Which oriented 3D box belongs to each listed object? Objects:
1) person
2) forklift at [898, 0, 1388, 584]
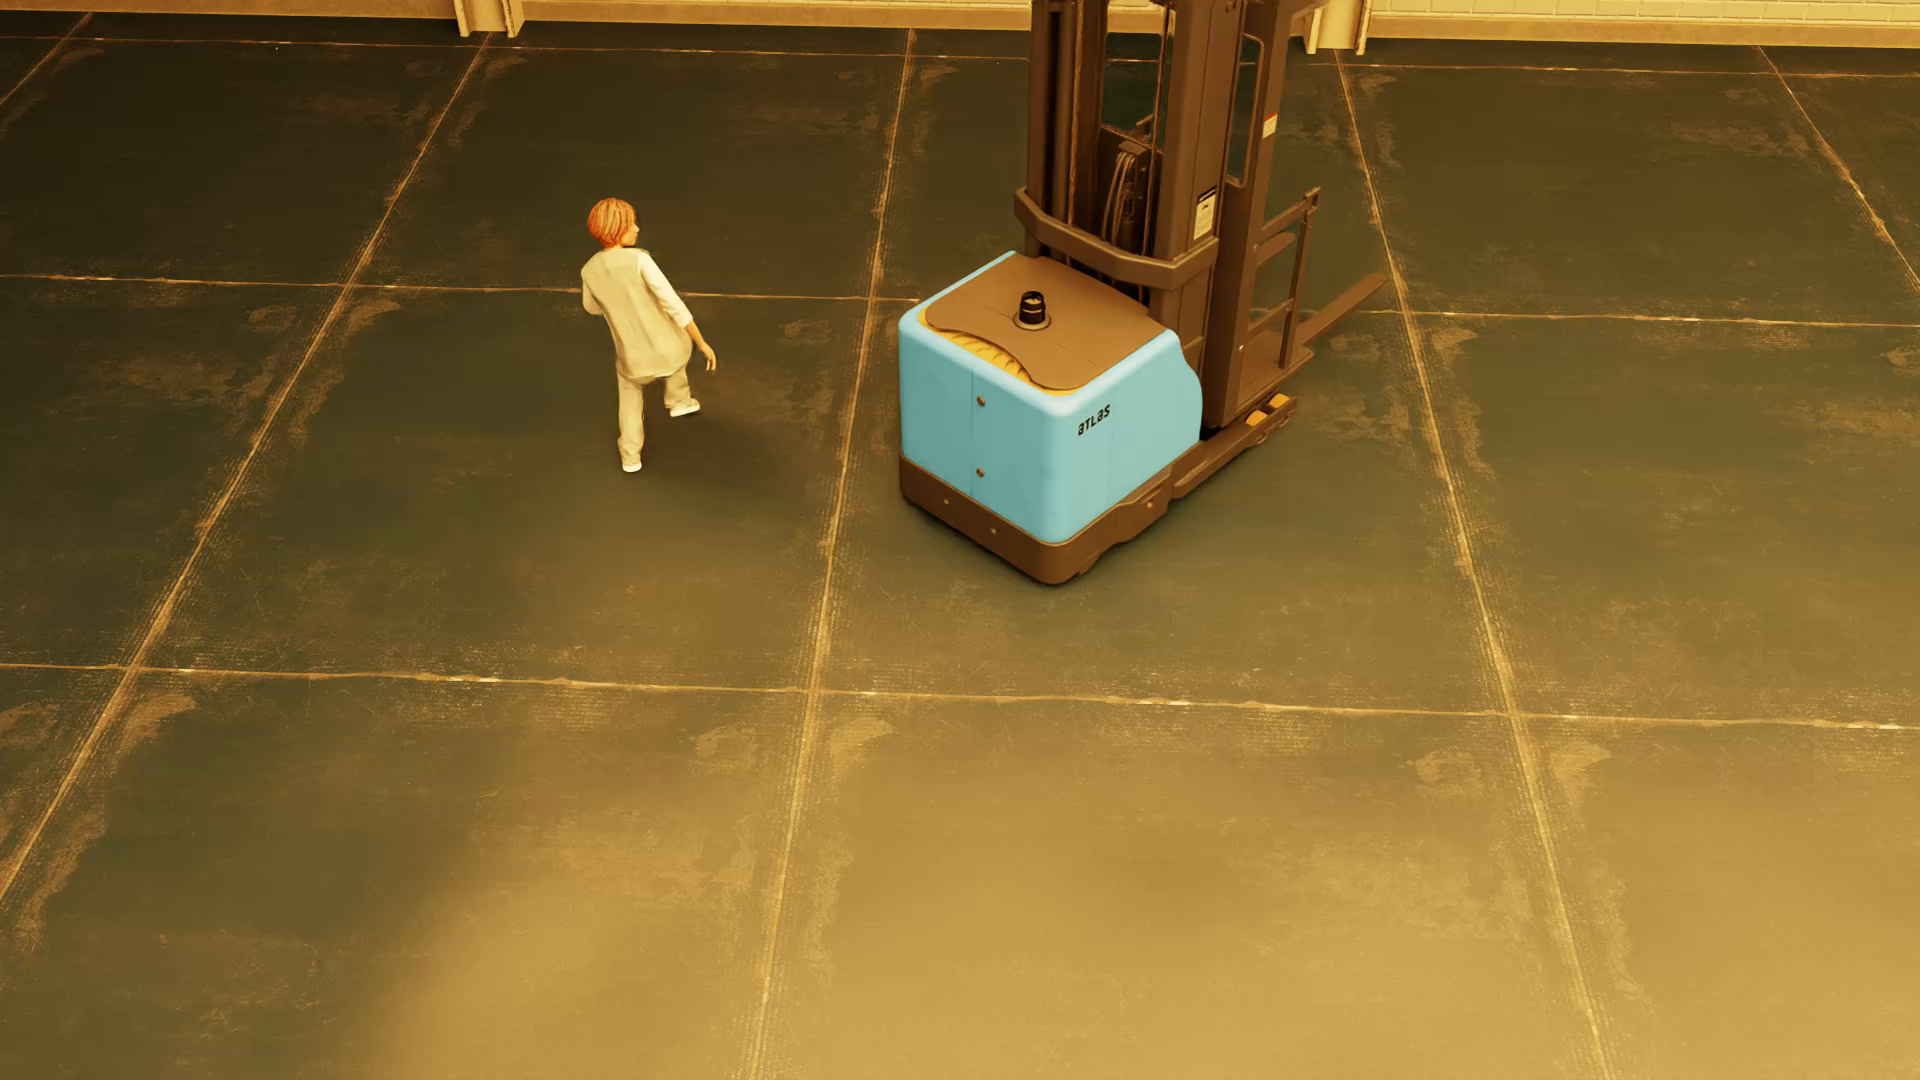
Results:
[{"bbox_3d":[-1.478,-1.011,8.013,0.642,1.399,0.654,-1,42,-2],"label":"person"},{"bbox_3d":[1.083,-1.785,7.697,1.130,2.935,3.031,32,51,30],"label":"forklift"}]
